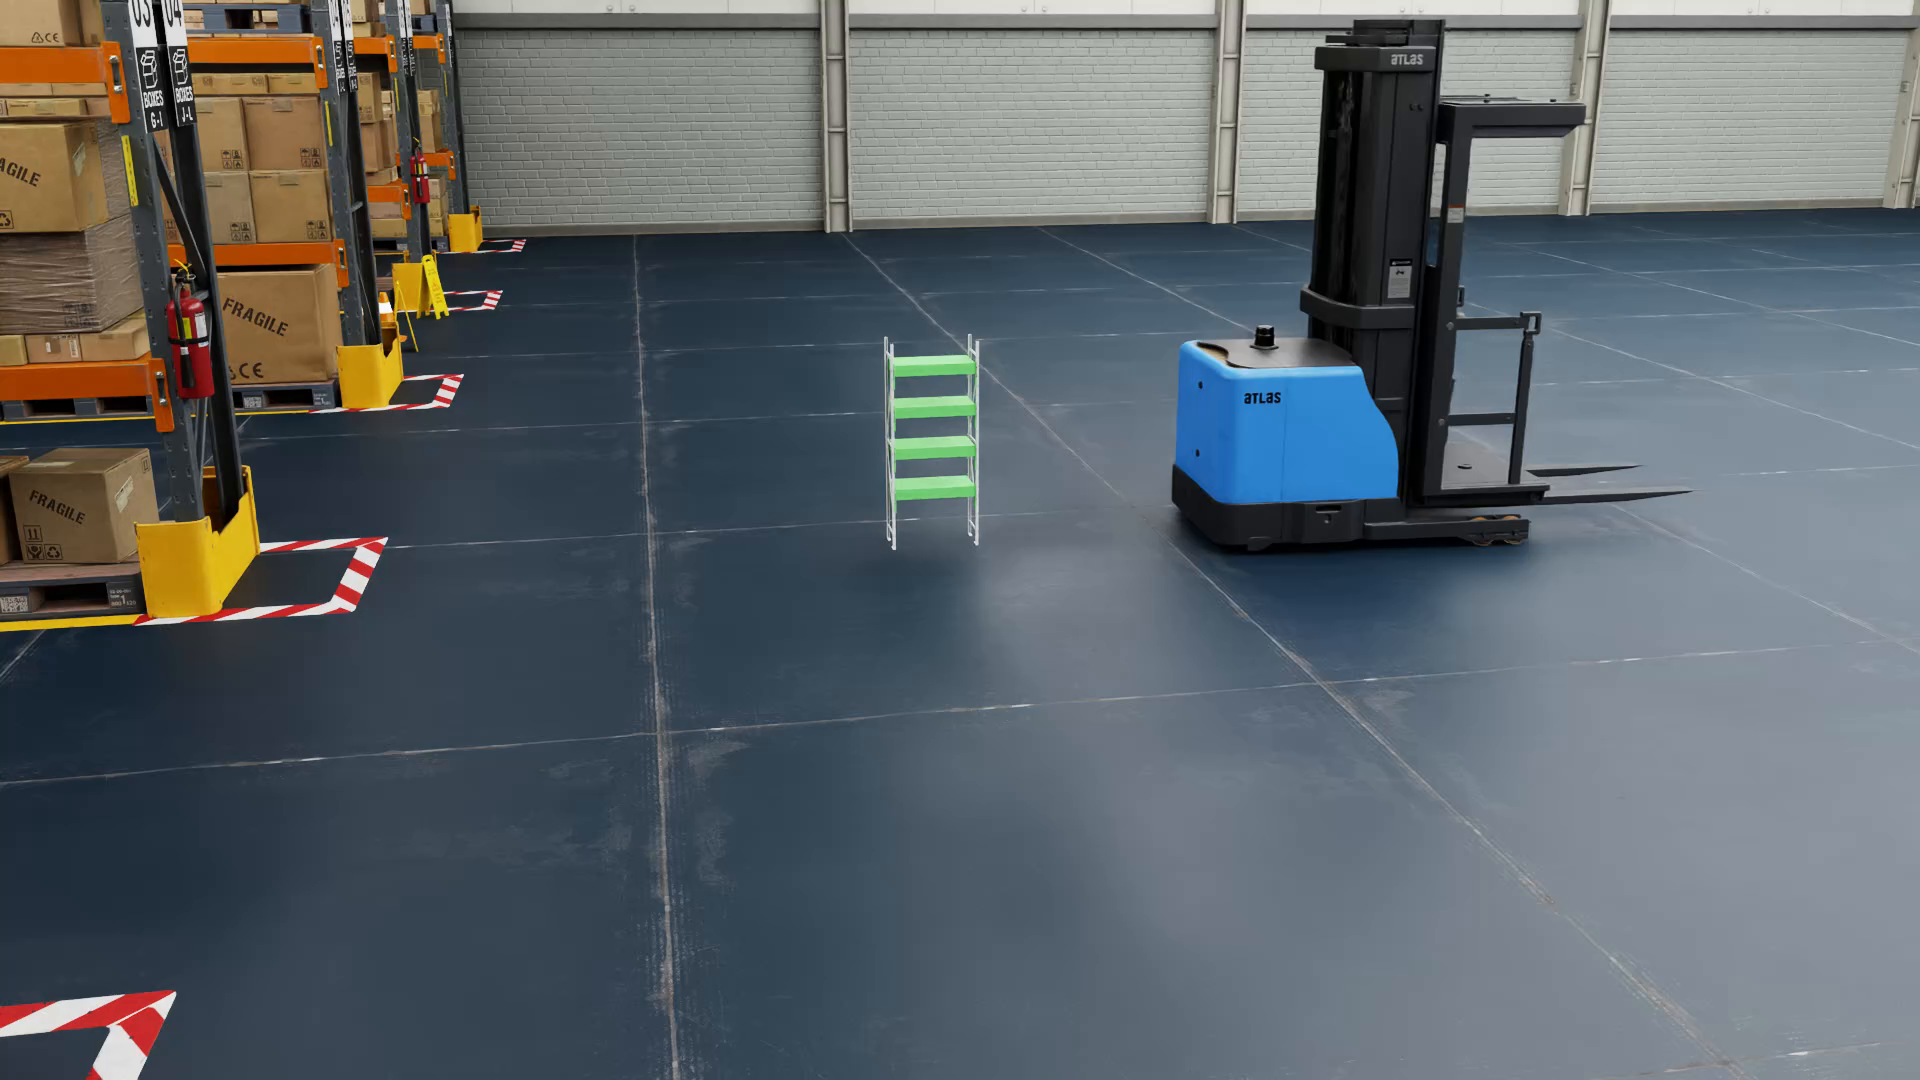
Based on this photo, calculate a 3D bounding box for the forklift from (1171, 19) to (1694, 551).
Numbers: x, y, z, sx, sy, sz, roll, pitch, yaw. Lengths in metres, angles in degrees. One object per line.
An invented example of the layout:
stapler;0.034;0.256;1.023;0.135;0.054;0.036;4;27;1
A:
forklift;2.879;-1.517;9.758;3.031;2.935;1.130;-3;17;-8

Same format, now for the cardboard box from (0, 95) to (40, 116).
cardboard box;-7.356;-3.076;12.625;0.550;0.550;0.875;-3;17;-10

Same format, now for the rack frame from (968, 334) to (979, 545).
rack frame;0.077;-0.578;9.650;0.015;1.200;0.240;-3;17;-10

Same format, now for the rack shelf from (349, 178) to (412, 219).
rack shelf;-7.874;-3.612;17.689;4.000;0.370;1.077;-3;17;-10

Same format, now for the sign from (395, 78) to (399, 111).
sign;-5.825;-4.611;17.205;0.005;0.325;0.100;-3;17;-10

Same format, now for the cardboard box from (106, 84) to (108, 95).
cardboard box;-8.361;-4.517;17.029;0.500;0.500;0.700;-4;17;-12

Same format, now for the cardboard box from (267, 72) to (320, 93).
cardboard box;-6.869;-4.618;17.358;0.500;0.500;0.700;-3;17;-10

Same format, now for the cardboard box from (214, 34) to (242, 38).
cardboard box;-7.470;-5.218;17.009;0.250;0.149;0.380;-4;17;-12

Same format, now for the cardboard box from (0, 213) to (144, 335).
cardboard box;-4.575;-1.378;8.512;0.500;0.500;0.875;-3;17;-10

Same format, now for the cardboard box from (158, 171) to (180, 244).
cardboard box;-6.337;-2.652;13.082;0.550;0.550;0.875;-3;17;-10

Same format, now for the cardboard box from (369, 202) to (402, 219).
cardboard box;-7.768;-4.481;22.410;0.500;0.250;0.500;-3;17;-11

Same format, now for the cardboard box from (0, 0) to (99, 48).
cardboard box;-4.455;-2.473;7.900;0.500;0.250;0.500;-3;17;-9

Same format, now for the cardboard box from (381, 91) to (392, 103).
cardboard box;-7.655;-5.872;22.041;0.250;0.149;0.380;-3;17;-9

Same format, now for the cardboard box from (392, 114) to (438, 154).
cardboard box;-7.289;-5.443;22.253;0.500;0.500;0.500;-4;17;-12

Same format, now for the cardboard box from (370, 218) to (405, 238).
cardboard box;-7.747;-4.242;22.483;0.500;0.250;0.500;-3;17;-10

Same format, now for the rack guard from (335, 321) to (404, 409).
rack guard;-4.848;-1.453;13.690;0.348;0.500;1.175;-3;17;-10

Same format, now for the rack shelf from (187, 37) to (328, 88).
rack shelf;-6.836;-3.625;12.621;4.000;0.370;1.077;-3;17;-10

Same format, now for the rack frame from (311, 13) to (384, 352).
rack frame;-4.872;-2.646;13.318;0.127;3.000;1.000;-3;17;-10

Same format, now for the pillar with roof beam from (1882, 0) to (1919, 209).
pillar with roof beam;16.671;-8.683;22.754;0.400;9.000;9.100;-3;17;-10

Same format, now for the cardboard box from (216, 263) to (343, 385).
cardboard box;-5.525;-1.774;13.384;0.875;0.875;0.875;-3;17;-10

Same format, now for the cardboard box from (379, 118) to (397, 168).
cardboard box;-6.428;-4.311;18.062;0.500;0.500;0.500;-4;17;-11

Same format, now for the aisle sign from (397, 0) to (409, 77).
aisle sign;-5.794;-5.230;17.303;0.004;0.787;0.394;-3;17;-10

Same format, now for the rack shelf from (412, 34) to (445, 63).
rack shelf;-8.819;-6.477;21.906;4.000;0.370;1.077;-3;17;-10

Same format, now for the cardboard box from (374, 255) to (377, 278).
cardboard box;-6.755;-2.989;18.401;0.500;0.250;0.500;-3;17;-11

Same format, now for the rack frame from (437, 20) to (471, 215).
rack frame;-6.855;-5.498;22.604;0.127;3.000;1.000;-3;17;-10

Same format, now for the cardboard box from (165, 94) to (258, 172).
cardboard box;-5.766;-3.167;12.920;0.550;0.550;0.875;-3;17;-10

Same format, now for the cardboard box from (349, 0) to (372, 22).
cardboard box;-6.361;-5.466;17.138;0.500;0.250;0.500;-3;17;-11

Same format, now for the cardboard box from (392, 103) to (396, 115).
cardboard box;-7.388;-5.733;22.094;0.250;0.149;0.380;-3;17;-10

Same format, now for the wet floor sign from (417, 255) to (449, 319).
wet floor sign;-5.521;-2.644;17.322;0.232;0.644;0.267;3;17;9

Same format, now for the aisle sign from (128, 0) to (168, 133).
aisle sign;-3.912;-2.370;7.993;0.004;0.787;0.394;-3;17;-10

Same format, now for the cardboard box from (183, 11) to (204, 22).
cardboard box;-7.859;-5.379;16.856;0.500;0.250;0.500;-3;17;-10

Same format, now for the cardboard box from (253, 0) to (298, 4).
cardboard box;-5.134;-4.092;12.460;0.250;0.149;0.380;-3;17;-11

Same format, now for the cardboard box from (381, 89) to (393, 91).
cardboard box;-7.746;-6.018;22.513;0.250;0.149;0.380;-3;17;-9

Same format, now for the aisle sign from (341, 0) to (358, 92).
aisle sign;-4.859;-3.979;13.231;0.004;0.787;0.394;-3;17;-10

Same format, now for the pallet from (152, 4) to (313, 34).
pallet;-5.598;-3.993;12.746;1.213;0.211;1.003;-3;17;-10

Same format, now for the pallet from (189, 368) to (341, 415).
pallet;-5.642;-1.246;13.509;1.213;0.211;1.003;-3;17;-10

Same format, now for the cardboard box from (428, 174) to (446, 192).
cardboard box;-7.363;-4.890;22.890;0.500;0.250;0.500;-4;17;-11

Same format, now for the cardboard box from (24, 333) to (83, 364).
cardboard box;-4.516;-1.001;8.391;0.250;0.149;0.380;-3;17;-10

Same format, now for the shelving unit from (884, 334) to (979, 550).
shelving unit;-0.163;-0.564;9.606;0.503;1.200;0.258;-3;17;-10

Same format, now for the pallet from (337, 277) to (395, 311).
pallet;-6.789;-2.695;18.227;1.213;0.211;1.003;-3;17;-10

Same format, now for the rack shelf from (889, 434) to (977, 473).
rack shelf;-0.163;-0.503;9.624;0.480;0.148;0.258;-3;17;-10

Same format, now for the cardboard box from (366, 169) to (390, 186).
cardboard box;-6.237;-3.865;17.714;0.250;0.149;0.380;-3;17;-9

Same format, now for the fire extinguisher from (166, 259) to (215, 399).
fire extinguisher;-3.830;-1.047;8.244;0.183;0.674;0.296;-3;17;-10

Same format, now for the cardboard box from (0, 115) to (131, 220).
cardboard box;-4.622;-1.927;8.595;0.500;0.500;0.500;-3;17;-10

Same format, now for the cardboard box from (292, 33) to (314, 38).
cardboard box;-6.713;-5.252;17.123;0.250;0.149;0.380;-3;17;-9

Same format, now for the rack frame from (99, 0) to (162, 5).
rack frame;-4.030;-4.078;7.764;0.127;3.000;1.000;-3;17;-10
